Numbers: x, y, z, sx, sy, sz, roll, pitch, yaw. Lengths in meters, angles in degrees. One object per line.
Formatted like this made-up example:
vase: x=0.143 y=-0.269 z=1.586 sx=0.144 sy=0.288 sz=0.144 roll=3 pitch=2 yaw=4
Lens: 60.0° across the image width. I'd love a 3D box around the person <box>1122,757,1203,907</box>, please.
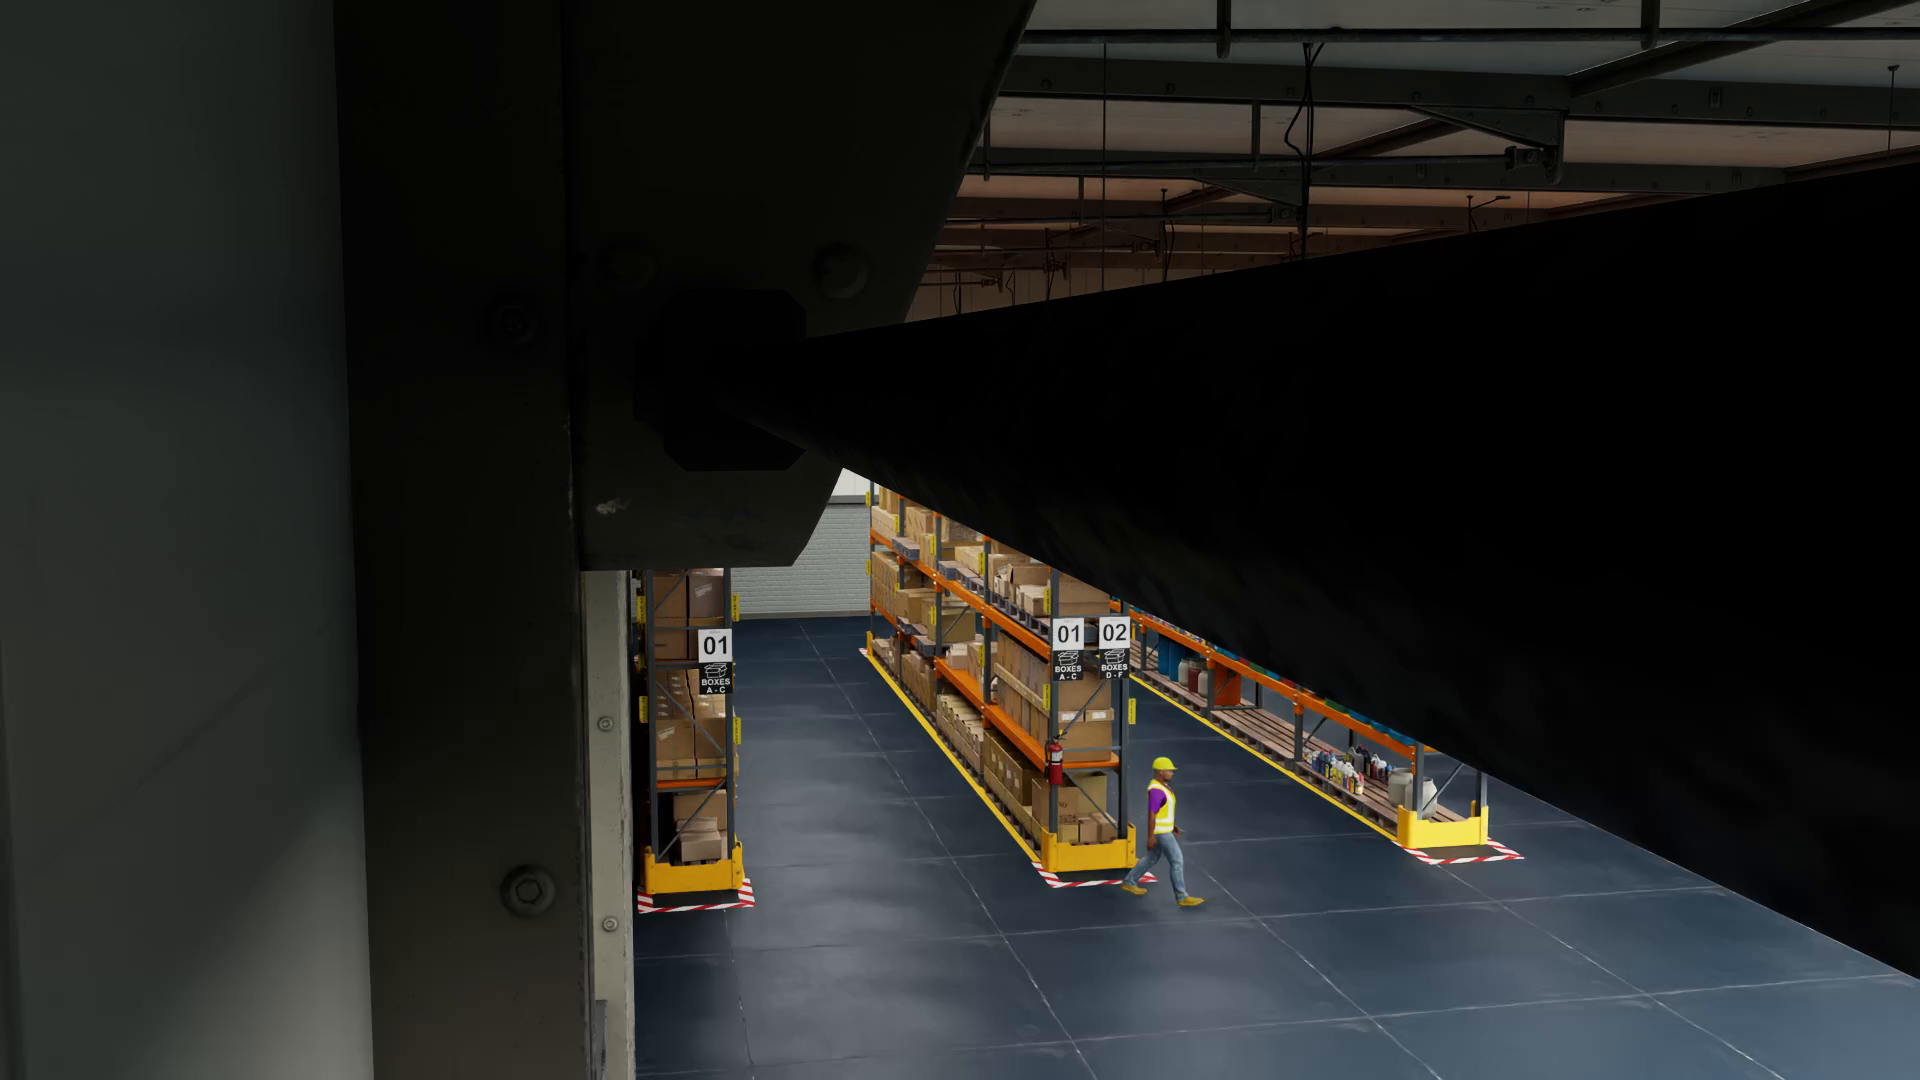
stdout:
person: x=2.396 y=3.427 z=19.676 sx=0.945 sy=1.739 sz=0.564 roll=0 pitch=6 yaw=4
